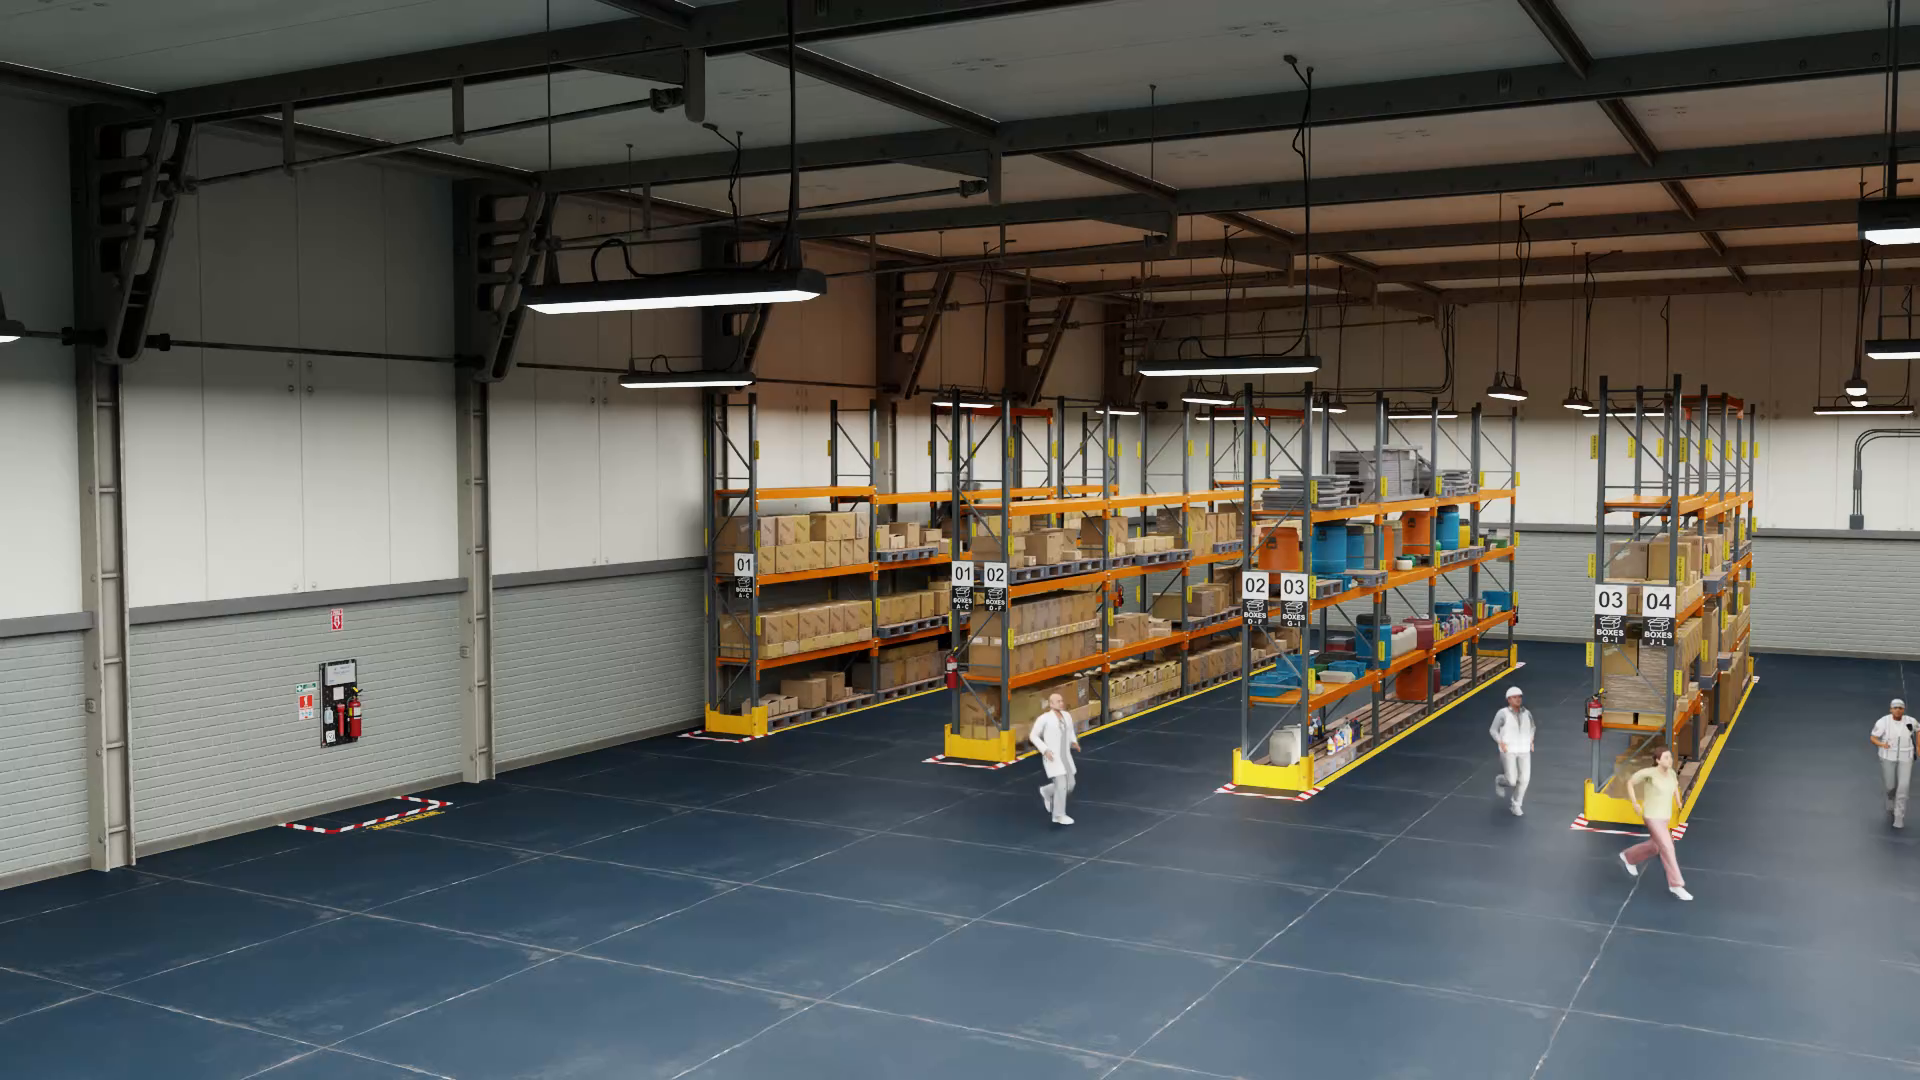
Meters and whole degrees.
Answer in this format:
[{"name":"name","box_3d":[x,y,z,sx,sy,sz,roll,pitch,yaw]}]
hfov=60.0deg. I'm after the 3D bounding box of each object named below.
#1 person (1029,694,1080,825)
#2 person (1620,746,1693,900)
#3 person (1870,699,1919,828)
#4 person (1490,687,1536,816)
[{"name":"person","box_3d":[1.268,2.922,22.341,0.704,1.734,0.724,-2,4,-37]},{"name":"person","box_3d":[7.885,3.151,18.853,0.599,1.664,1.008,-1,3,-23]},{"name":"person","box_3d":[12.623,2.985,22.416,0.636,1.712,0.894,1,3,25]},{"name":"person","box_3d":[7.675,2.906,23.056,0.670,1.749,0.676,0,3,-5]}]
